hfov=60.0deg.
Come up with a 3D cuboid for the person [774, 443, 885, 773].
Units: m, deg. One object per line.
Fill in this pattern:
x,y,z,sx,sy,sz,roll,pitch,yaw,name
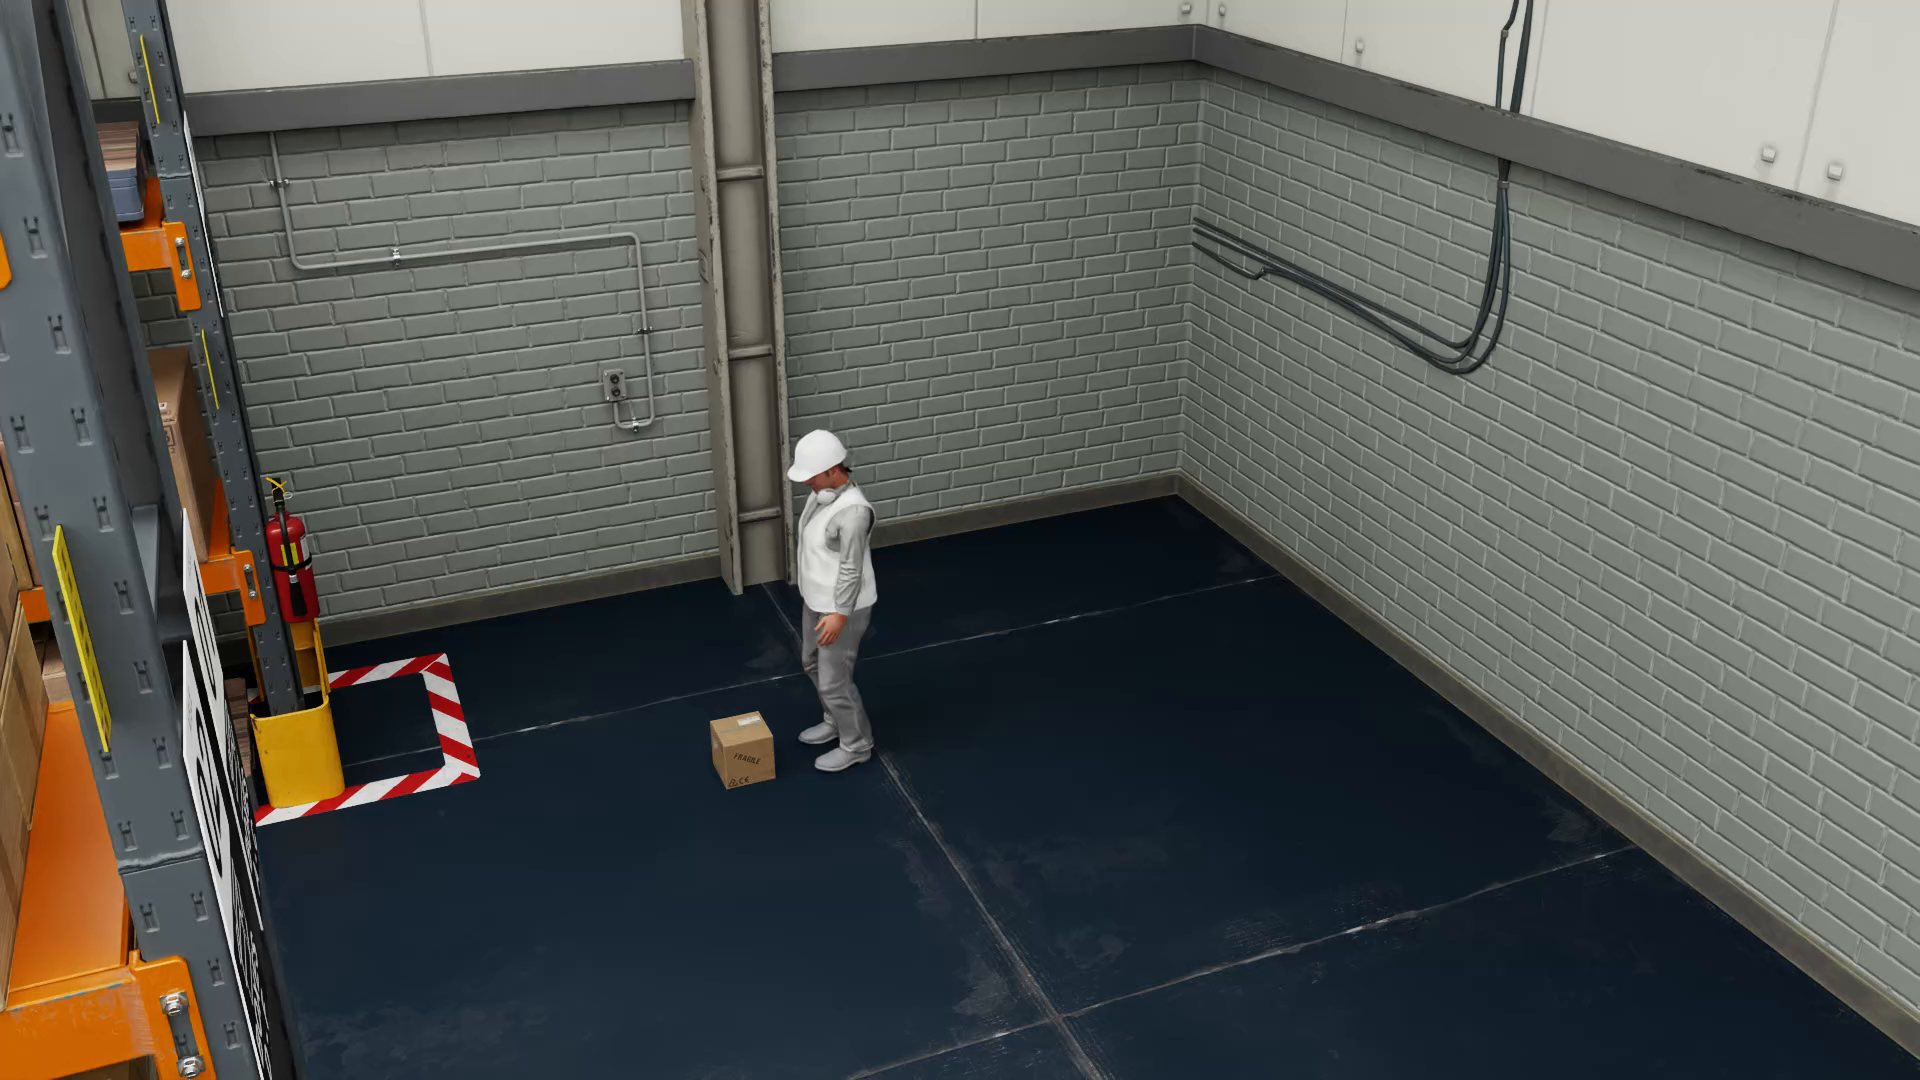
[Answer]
-0.622,0.314,8.018,0.495,1.708,0.563,-10,27,-19,person
